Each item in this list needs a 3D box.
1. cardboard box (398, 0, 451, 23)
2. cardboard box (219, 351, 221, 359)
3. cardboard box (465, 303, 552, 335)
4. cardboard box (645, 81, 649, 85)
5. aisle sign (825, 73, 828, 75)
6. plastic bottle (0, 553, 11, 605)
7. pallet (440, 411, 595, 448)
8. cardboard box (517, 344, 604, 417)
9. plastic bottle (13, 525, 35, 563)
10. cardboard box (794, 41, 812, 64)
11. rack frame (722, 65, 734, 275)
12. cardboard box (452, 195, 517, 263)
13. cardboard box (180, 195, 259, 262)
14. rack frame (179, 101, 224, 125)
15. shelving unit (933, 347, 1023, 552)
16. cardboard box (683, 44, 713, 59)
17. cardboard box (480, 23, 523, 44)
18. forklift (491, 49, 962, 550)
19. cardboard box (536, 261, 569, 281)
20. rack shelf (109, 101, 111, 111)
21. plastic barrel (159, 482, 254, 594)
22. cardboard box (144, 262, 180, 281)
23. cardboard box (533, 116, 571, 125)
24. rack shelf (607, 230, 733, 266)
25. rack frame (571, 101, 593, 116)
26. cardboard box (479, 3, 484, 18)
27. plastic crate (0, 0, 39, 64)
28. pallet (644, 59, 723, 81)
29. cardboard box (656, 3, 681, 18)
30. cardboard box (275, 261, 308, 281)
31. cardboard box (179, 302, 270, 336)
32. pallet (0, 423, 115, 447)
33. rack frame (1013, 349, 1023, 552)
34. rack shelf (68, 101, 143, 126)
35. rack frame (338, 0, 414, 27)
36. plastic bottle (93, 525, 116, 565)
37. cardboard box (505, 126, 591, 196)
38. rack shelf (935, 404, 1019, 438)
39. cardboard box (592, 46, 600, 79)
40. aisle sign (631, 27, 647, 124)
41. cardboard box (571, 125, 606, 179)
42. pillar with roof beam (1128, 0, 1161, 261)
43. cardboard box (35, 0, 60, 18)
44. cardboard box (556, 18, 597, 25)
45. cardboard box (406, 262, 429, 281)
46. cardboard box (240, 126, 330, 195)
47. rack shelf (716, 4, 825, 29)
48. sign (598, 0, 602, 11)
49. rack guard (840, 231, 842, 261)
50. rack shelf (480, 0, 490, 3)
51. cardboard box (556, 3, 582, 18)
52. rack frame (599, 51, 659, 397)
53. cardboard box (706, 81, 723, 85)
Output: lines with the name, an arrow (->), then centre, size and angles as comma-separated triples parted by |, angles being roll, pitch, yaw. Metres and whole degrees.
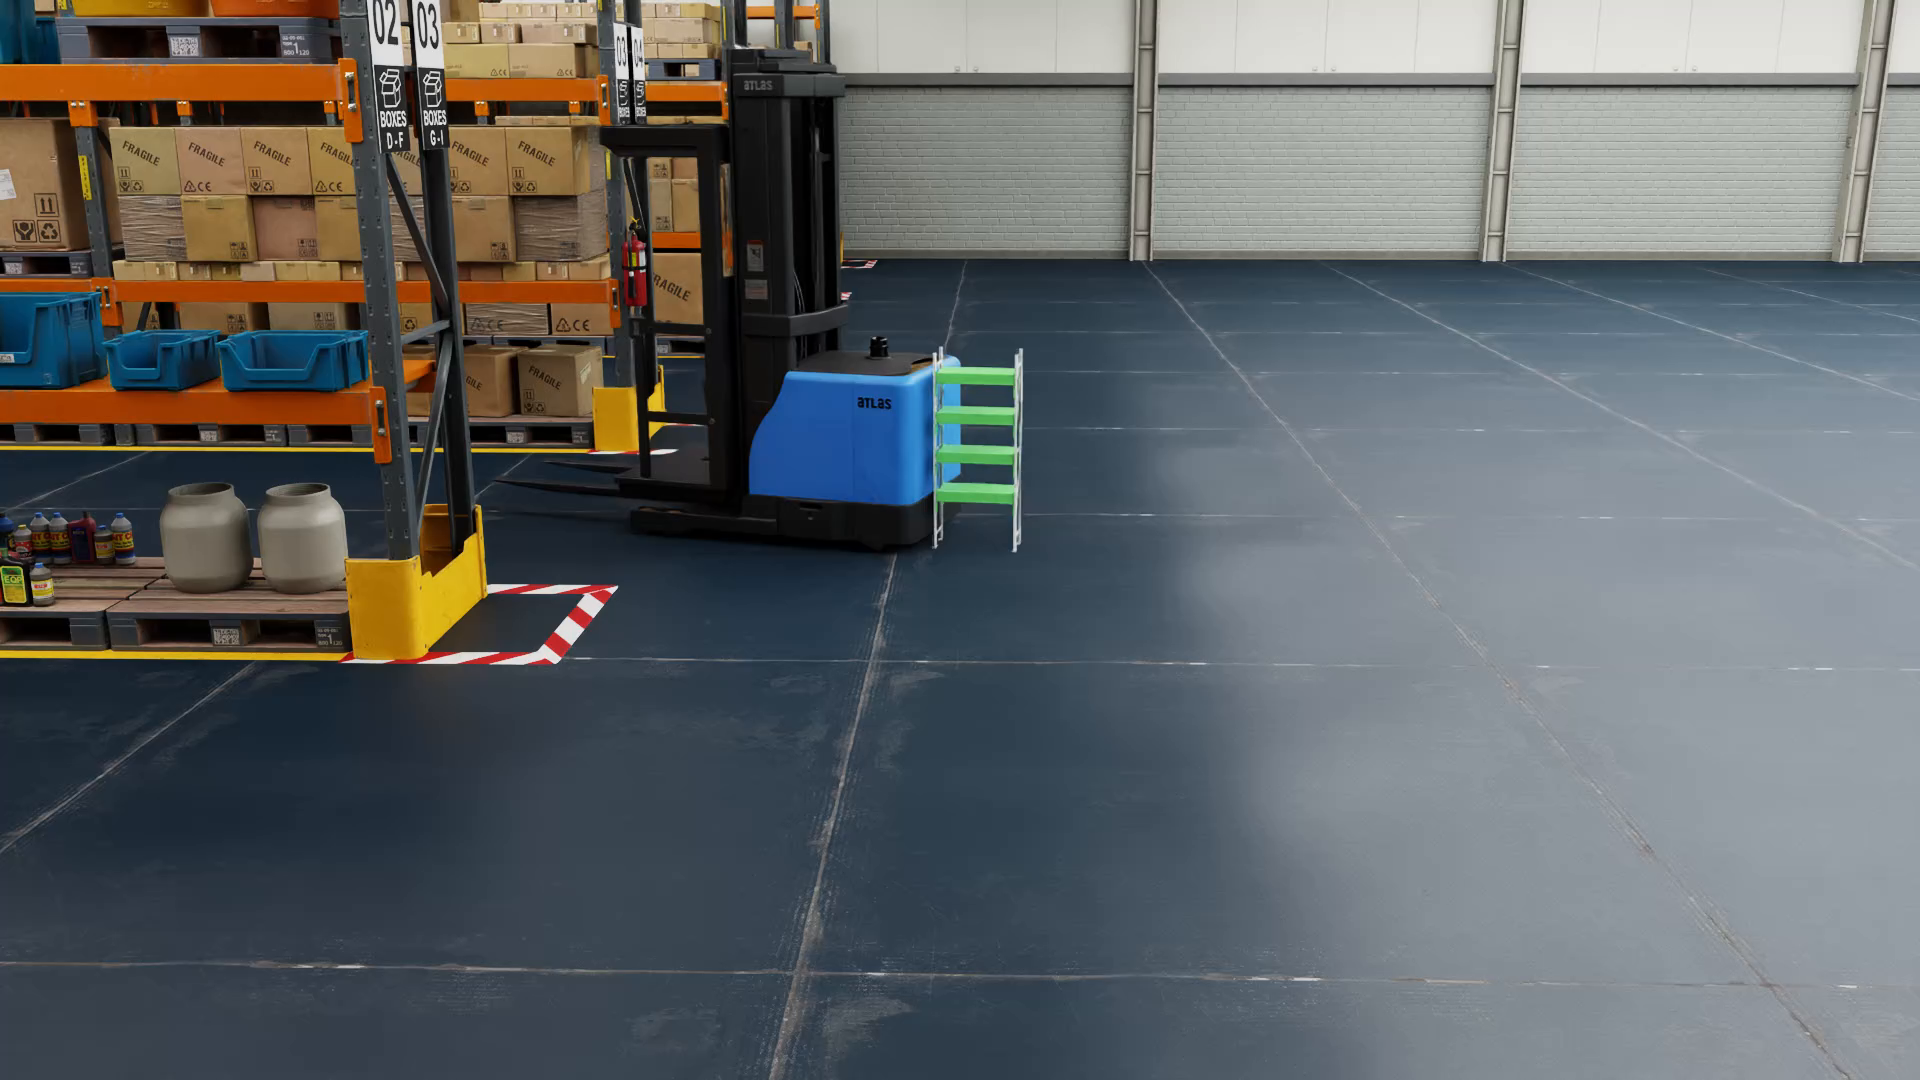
cardboard box -> -4.149, -4.118, 12.430 | 0.500, 0.500, 0.500 | 0, 15, 1
cardboard box -> -5.620, -1.294, 13.442 | 0.500, 0.500, 0.500 | 5, 16, 19
cardboard box -> -4.835, -2.727, 18.140 | 0.875, 0.875, 0.875 | 0, 15, 2
cardboard box -> -4.240, -6.074, 22.095 | 0.250, 0.149, 0.380 | 0, 15, 1
aisle sign -> -2.158, -7.263, 26.893 | 0.004, 0.787, 0.394 | 0, 15, 1
plastic bottle -> -4.818, 0.170, 8.291 | 0.135, 0.276, 0.152 | 0, 15, 2
pallet -> -3.480, -0.955, 13.545 | 1.213, 0.211, 1.003 | 0, 15, 1
cardboard box -> -3.216, -1.291, 13.430 | 0.500, 0.500, 0.500 | 3, 15, 12
plastic bottle -> -5.065, 0.020, 9.006 | 0.097, 0.201, 0.097 | 0, 15, 0
cardboard box -> -2.665, -7.772, 26.824 | 0.500, 0.500, 0.500 | 1, 15, 3
rack frame -> -2.365, -3.553, 17.925 | 0.127, 3.000, 1.000 | 0, 15, 1
cardboard box -> -3.645, -2.464, 13.019 | 0.500, 0.500, 0.875 | 0, 15, 1
cardboard box -> -5.644, -2.476, 13.064 | 0.500, 0.500, 0.875 | 0, 15, 1
rack frame -> -10.337, -4.868, 22.910 | 0.127, 3.000, 1.000 | 0, 15, 1
shelving unit -> 0.109, -0.548, 10.064 | 0.503, 1.200, 0.258 | 2, 15, 9
cardboard box -> -2.706, -5.049, 17.189 | 0.250, 0.149, 0.380 | 0, 15, 1
cardboard box -> -3.412, -3.787, 12.445 | 0.250, 0.149, 0.380 | 0, 15, -1
forklift -> -1.559, -1.560, 10.506 | 3.031, 2.935, 1.130 | 5, 16, 18
cardboard box -> -3.133, -2.118, 12.980 | 0.250, 0.149, 0.380 | 0, 15, 1
rack shelf -> -16.212, -7.275, 27.565 | 4.000, 0.370, 1.077 | 0, 15, 1
plastic barrel -> -3.880, -0.013, 8.564 | 0.421, 0.512, 0.421 | 0, 15, 0
cardboard box -> -6.134, -2.110, 12.949 | 0.250, 0.149, 0.380 | 0, 15, 1
cardboard box -> -5.394, -5.450, 22.379 | 0.500, 0.500, 0.700 | 0, 15, 2
rack shelf -> -4.364, -3.218, 18.066 | 4.000, 0.370, 1.077 | 0, 15, 1
rack frame -> -6.215, -6.107, 27.609 | 0.127, 3.000, 1.000 | 0, 15, 1
cardboard box -> -4.989, -5.449, 17.144 | 0.250, 0.149, 0.380 | 1, 15, 2
plastic crate -> -4.633, -2.403, 7.721 | 0.575, 0.384, 0.392 | 0, 15, 1
pallet -> -3.107, -4.962, 17.562 | 1.213, 0.211, 1.003 | 0, 15, 1
cardboard box -> -2.960, -5.436, 17.094 | 0.250, 0.149, 0.380 | 0, 15, 2
cardboard box -> -5.134, -2.113, 12.961 | 0.250, 0.149, 0.380 | 0, 15, 1
cardboard box -> -7.951, -2.682, 18.213 | 0.750, 0.750, 1.050 | 0, 15, 1
pallet -> -7.370, -0.971, 13.606 | 1.213, 0.211, 1.003 | 0, 15, 1
rack frame -> 0.350, -0.538, 10.027 | 0.015, 1.200, 0.240 | 2, 15, 9
rack shelf -> -8.591, -3.430, 12.991 | 4.000, 0.370, 1.077 | 0, 15, 1
rack frame -> -2.719, -3.926, 7.581 | 0.127, 3.000, 1.000 | 0, 15, 1
plastic bottle -> -4.627, 0.023, 8.995 | 0.097, 0.201, 0.097 | 0, 15, 0
cardboard box -> -3.149, -2.905, 12.730 | 0.500, 0.500, 0.500 | 0, 15, 1
rack shelf -> 0.109, -0.718, 10.020 | 0.480, 0.148, 0.258 | 2, 15, 9
cardboard box -> -3.068, -3.735, 13.032 | 0.500, 0.250, 0.500 | 1, 15, 3
aisle sign -> -2.523, -3.621, 13.090 | 0.004, 0.787, 0.394 | 0, 15, 1
cardboard box -> -3.843, -4.178, 17.884 | 0.550, 0.550, 0.875 | 0, 15, 1
pillar with roof beam -> 2.999, -8.080, 23.324 | 0.400, 9.000, 9.100 | 0, 15, 1
cardboard box -> -7.059, -4.046, 12.890 | 0.637, 0.503, 0.797 | 0, 15, -1
cardboard box -> -3.863, -5.265, 17.226 | 0.500, 0.250, 0.500 | 0, 15, 1
cardboard box -> -4.133, -2.120, 12.988 | 0.250, 0.149, 0.380 | 0, 15, 1
cardboard box -> -5.148, -2.916, 12.773 | 0.500, 0.500, 0.500 | 0, 15, 1
rack shelf -> -4.216, -8.454, 26.937 | 4.000, 0.370, 1.077 | 0, 15, 1
sign -> -2.627, -4.025, 12.102 | 0.005, 0.325, 0.100 | 0, 15, 1
rack guard -> -2.192, -4.873, 27.829 | 0.348, 0.500, 1.175 | 0, 15, 1
rack shelf -> -8.338, -7.214, 22.238 | 4.000, 0.370, 1.077 | 0, 15, 1
cardboard box -> -3.981, -5.442, 17.119 | 0.250, 0.149, 0.380 | 0, 15, 1
rack frame -> -2.593, -2.288, 13.133 | 0.127, 3.000, 1.000 | 0, 15, 1
cardboard box -> -3.218, -6.079, 22.114 | 0.250, 0.149, 0.380 | 1, 15, 3
